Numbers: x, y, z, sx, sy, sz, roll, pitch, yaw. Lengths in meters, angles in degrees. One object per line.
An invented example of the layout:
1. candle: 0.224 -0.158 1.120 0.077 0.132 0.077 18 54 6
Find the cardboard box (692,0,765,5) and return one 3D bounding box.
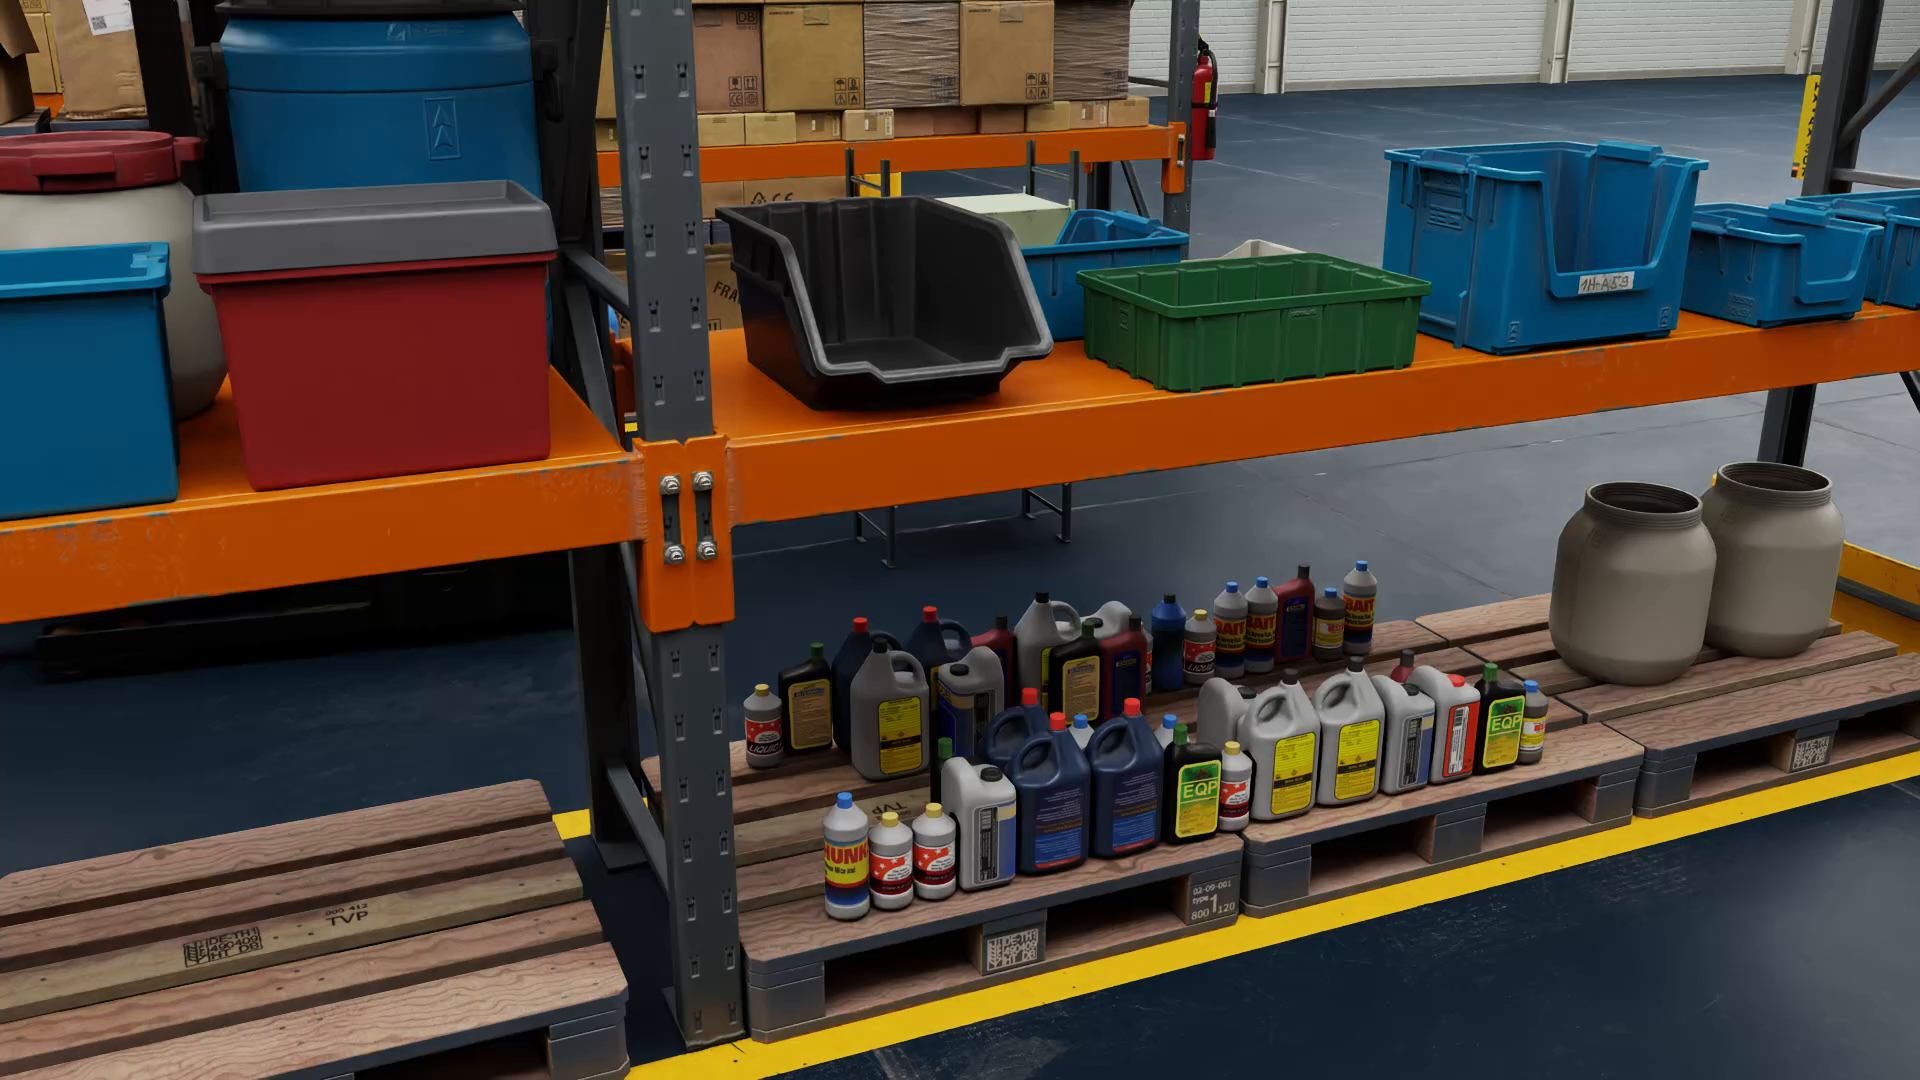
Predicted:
1. cardboard box: -1.240 -2.787 7.816 0.500 0.500 0.500 -8 21 -22

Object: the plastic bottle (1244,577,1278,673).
1. plastic bottle: 0.860 0.238 4.775 0.097 0.271 0.097 0 19 0

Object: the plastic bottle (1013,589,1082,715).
1. plastic bottle: 0.240 0.298 4.486 0.185 0.351 0.144 -8 21 -22

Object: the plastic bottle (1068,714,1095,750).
1. plastic bottle: 0.281 0.540 3.917 0.097 0.271 0.097 0 19 0

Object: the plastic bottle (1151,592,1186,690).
1. plastic bottle: 0.582 0.278 4.662 0.097 0.271 0.097 0 19 0

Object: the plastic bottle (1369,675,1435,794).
1. plastic bottle: 1.081 0.466 4.122 0.135 0.276 0.152 -9 21 -23

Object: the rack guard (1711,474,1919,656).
1. rack guard: 2.912 0.173 5.277 0.348 0.500 1.175 -8 21 -22

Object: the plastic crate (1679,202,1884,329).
1. plastic crate: 2.023 -0.719 4.271 0.408 0.251 0.499 -8 21 -22

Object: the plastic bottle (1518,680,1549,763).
1. plastic bottle: 1.450 0.458 4.256 0.097 0.201 0.097 0 19 0

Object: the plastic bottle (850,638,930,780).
1. plastic bottle: -0.176 0.410 4.168 0.185 0.351 0.144 -8 21 -22

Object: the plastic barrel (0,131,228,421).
1. plastic barrel: -1.675 -0.509 3.246 0.433 0.535 0.433 0 19 0

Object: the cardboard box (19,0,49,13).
1. cardboard box: -6.397 -3.791 11.116 0.500 0.500 0.700 -8 21 -22

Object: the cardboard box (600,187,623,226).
1. cardboard box: -3.112 -2.917 12.857 0.875 0.875 0.875 -8 21 -22

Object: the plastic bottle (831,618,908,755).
1. plastic bottle: -0.233 0.366 4.293 0.185 0.351 0.144 -9 21 -23

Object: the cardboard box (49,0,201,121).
1. cardboard box: -3.457 -2.433 7.381 1.000 1.000 1.000 -8 21 -22

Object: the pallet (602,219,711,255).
1. pallet: -2.692 -2.463 13.198 1.213 0.211 1.003 -8 21 -22

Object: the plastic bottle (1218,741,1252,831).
1. plastic bottle: 0.638 0.574 3.926 0.097 0.201 0.097 0 19 0

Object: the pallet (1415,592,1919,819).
1. pallet: 2.164 0.415 5.026 1.213 0.211 1.003 -8 21 -22

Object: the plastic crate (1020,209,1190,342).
1. plastic crate: 0.199 -0.662 4.110 0.616 0.251 0.499 -8 21 -22

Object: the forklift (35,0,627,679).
1. forklift: -2.687 -1.138 5.340 3.031 2.935 1.130 -5 20 -14

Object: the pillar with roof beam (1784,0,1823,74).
1. pillar with roof beam: 17.852 -11.933 26.863 0.400 9.000 9.100 -8 21 -22

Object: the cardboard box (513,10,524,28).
1. cardboard box: -2.234 -2.242 7.774 0.500 0.500 0.875 -8 21 -22

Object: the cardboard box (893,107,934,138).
1. cardboard box: -0.320 -2.152 8.496 0.250 0.149 0.380 -8 21 -22

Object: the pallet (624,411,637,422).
1. pallet: -2.069 -0.798 8.471 1.213 0.211 1.003 -8 21 -22

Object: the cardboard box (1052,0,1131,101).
1. cardboard box: 0.485 -2.664 8.973 0.500 0.500 0.875 -8 21 -22

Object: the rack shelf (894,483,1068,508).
1. rack shelf: 0.006 -0.401 6.384 0.720 0.370 0.431 -8 21 -22

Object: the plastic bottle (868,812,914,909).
1. plastic bottle: -0.150 0.687 3.605 0.097 0.201 0.097 0 19 0

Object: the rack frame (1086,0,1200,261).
1. rack frame: 1.001 -2.540 9.220 0.127 3.000 1.000 -8 21 -22

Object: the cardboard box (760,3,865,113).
1. cardboard box: -0.866 -2.447 8.356 0.500 0.500 0.875 -8 21 -22

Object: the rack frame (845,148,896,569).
1. rack frame: -0.330 -0.660 6.139 0.023 1.500 0.400 -8 21 -22

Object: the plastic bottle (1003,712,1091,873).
1. plastic bottle: 0.196 0.559 3.745 0.185 0.351 0.144 -8 21 -20

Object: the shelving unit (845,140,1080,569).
1. shelving unit: 0.006 -0.708 6.275 0.755 1.500 0.431 -8 21 -22

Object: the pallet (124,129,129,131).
1. pallet: -10.350 -4.964 20.301 1.213 0.211 1.003 -8 21 -22

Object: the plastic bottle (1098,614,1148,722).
1. plastic bottle: 0.434 0.342 4.462 0.133 0.283 0.061 -8 21 -22

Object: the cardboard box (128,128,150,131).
1. cardboard box: -7.736 -3.829 16.206 0.625 0.372 0.950 -7 21 -19

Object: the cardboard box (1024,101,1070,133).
1. cardboard box: 0.382 -2.240 8.746 0.250 0.149 0.380 -8 21 -22

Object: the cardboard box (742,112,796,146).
1. cardboard box: -0.983 -2.034 8.159 0.250 0.149 0.380 -8 21 -22

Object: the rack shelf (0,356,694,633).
1. rack shelf: -2.546 0.099 2.808 4.000 0.370 1.077 -8 21 -22

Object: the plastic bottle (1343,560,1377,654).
1. plastic bottle: 1.175 0.193 4.903 0.097 0.271 0.097 0 19 0

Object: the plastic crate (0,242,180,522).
1. plastic crate: -1.600 -0.256 2.757 0.575 0.384 0.392 -8 21 -22
